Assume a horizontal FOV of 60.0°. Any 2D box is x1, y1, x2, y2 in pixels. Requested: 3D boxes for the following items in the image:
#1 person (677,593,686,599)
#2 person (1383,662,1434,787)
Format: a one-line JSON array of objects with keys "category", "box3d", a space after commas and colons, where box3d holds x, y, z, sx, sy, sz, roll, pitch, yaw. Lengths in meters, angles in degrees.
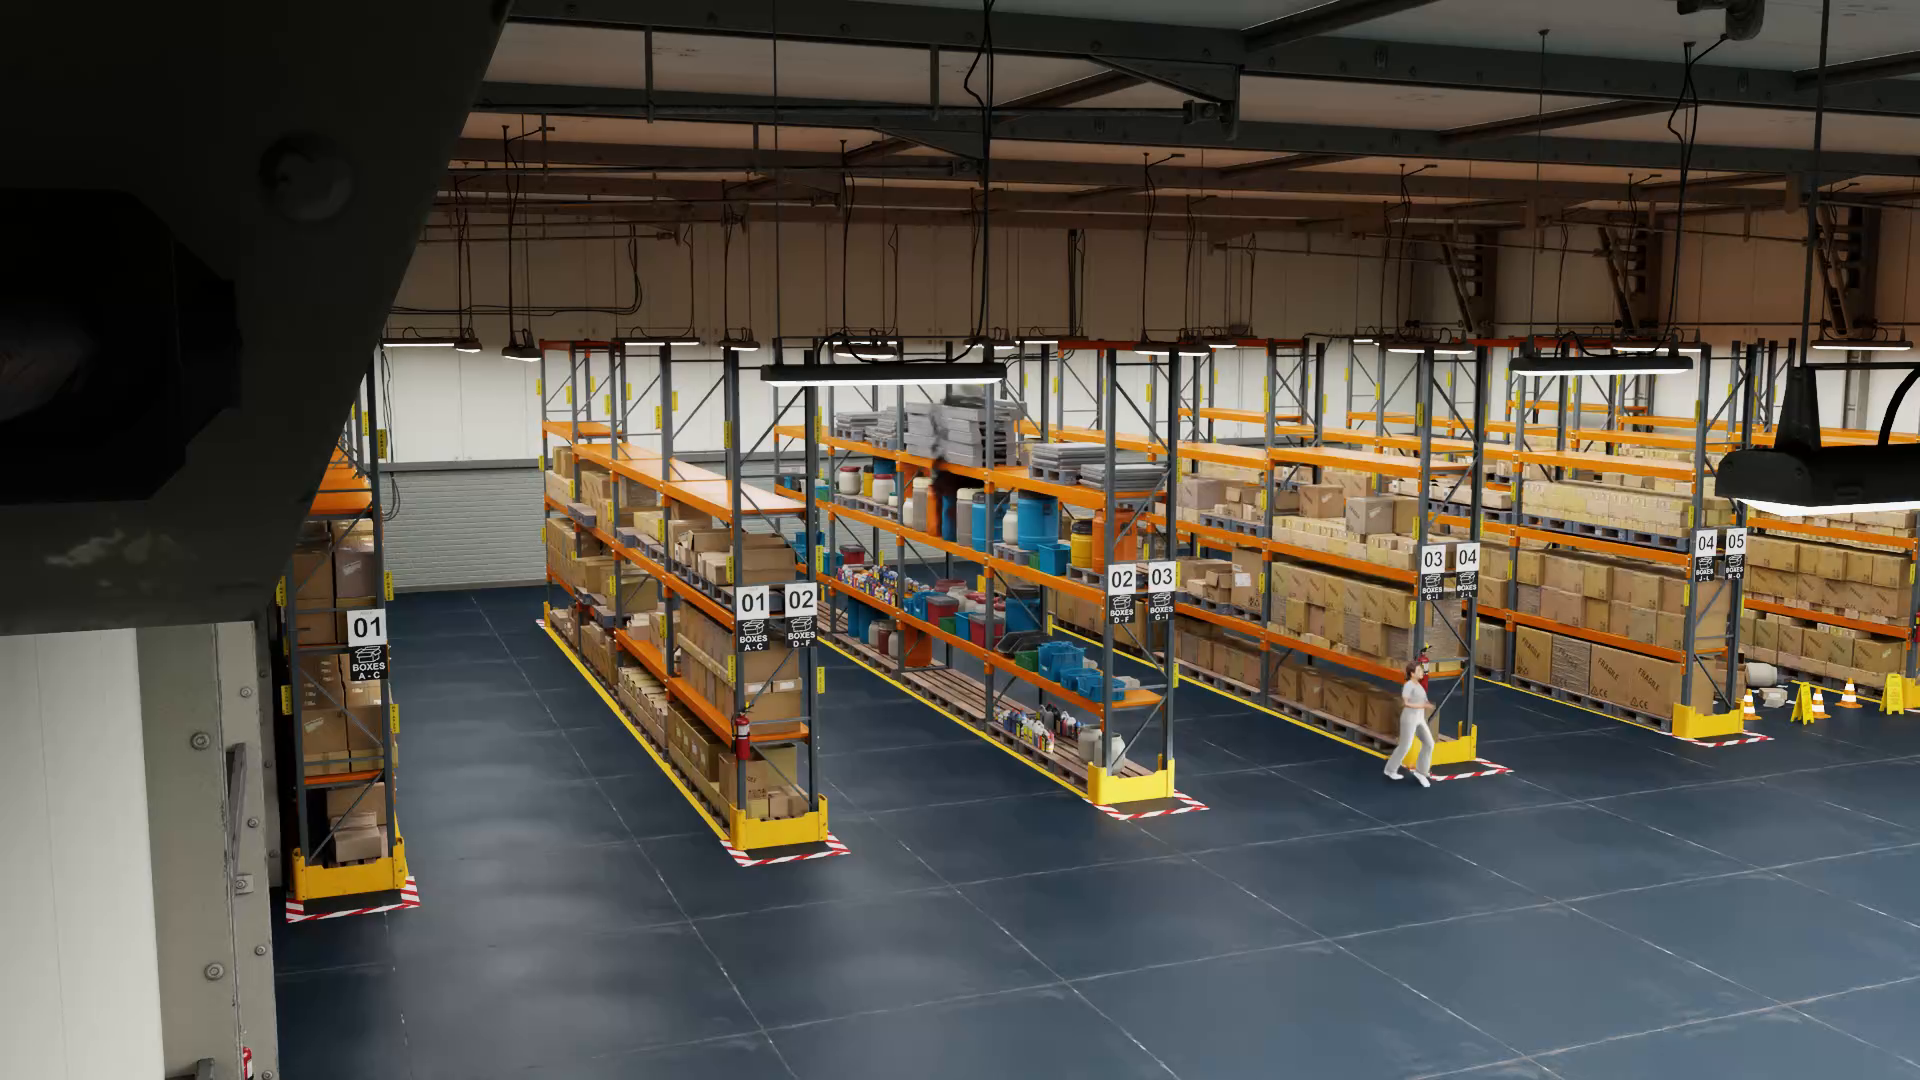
[{"category": "person", "box3d": [-6.007, 0.949, 34.710, 0.709, 1.842, 0.814, -5, 9, -32]}, {"category": "person", "box3d": [6.219, 2.547, 22.933, 0.675, 1.714, 0.551, 6, 10, 40]}]
